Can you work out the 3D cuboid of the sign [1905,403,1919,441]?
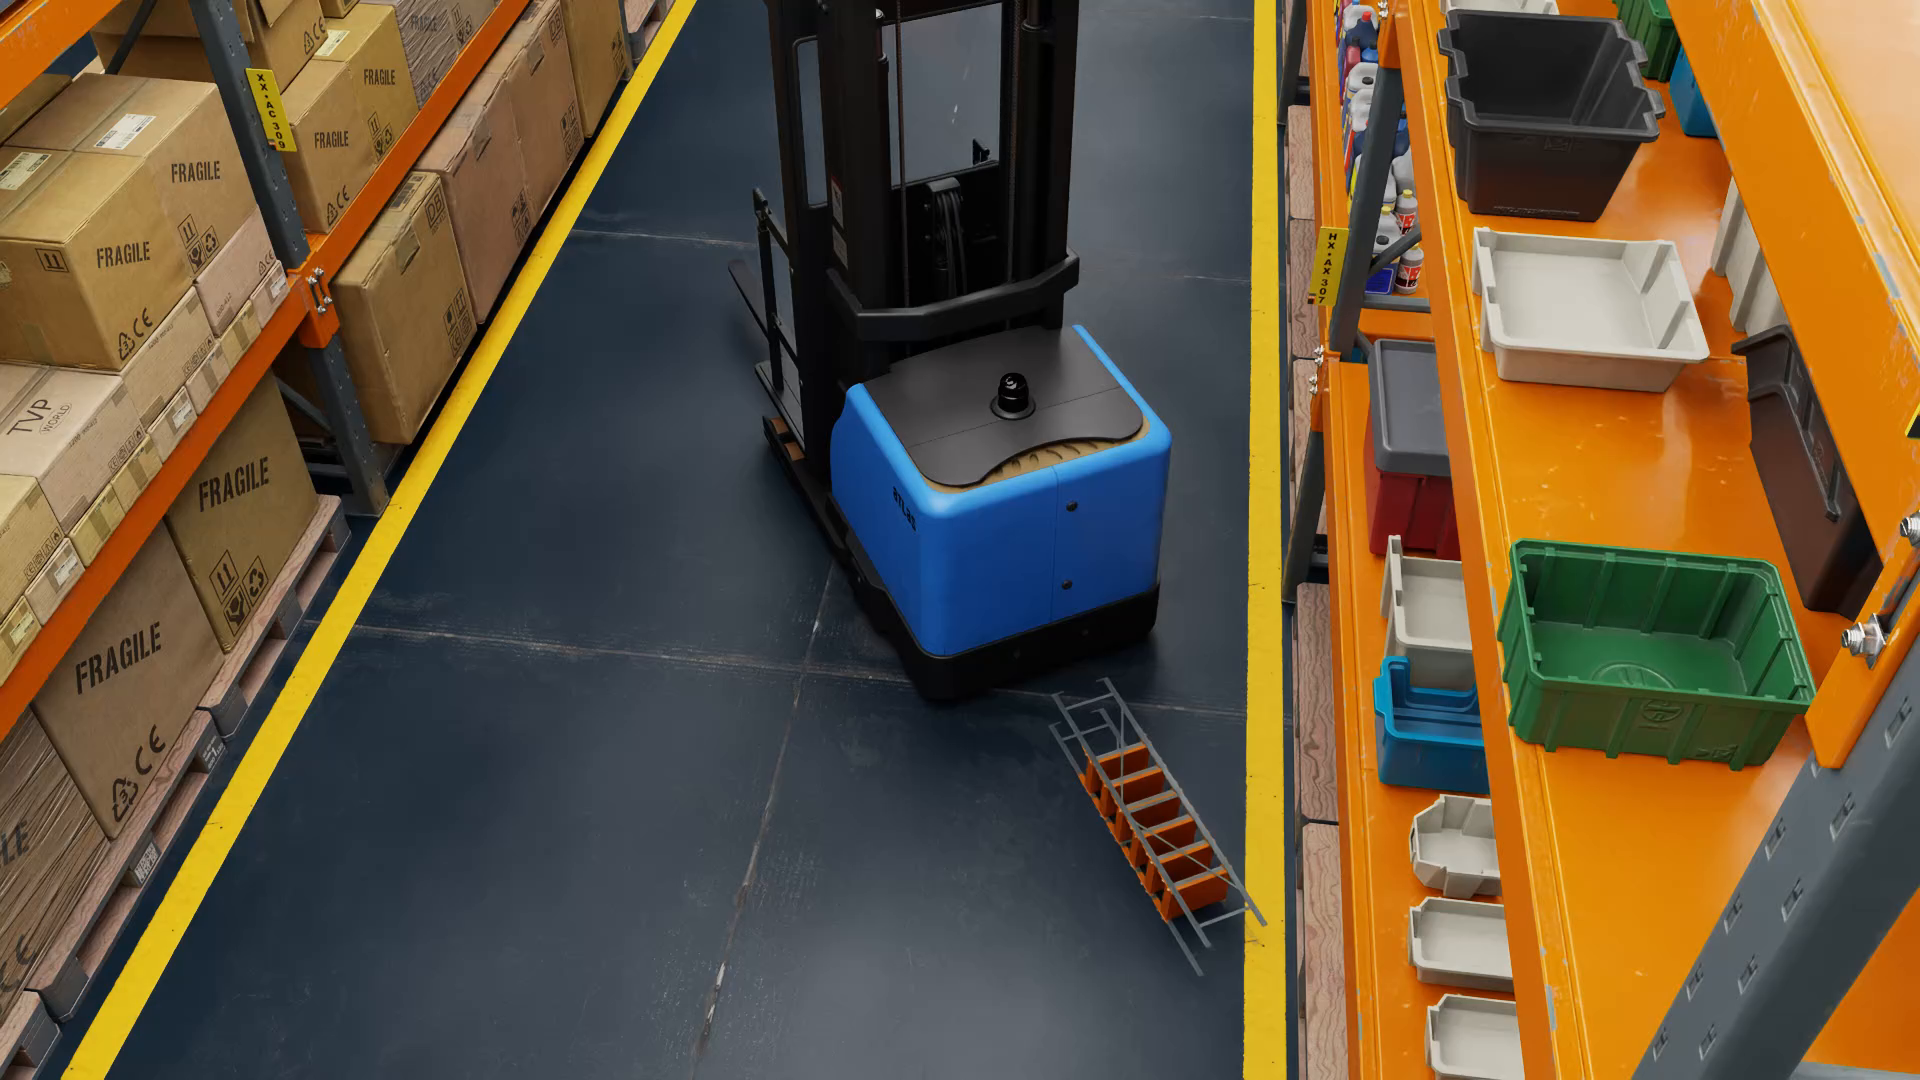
[{"bbox_3d":[0.777,-0.192,1.165,0.100,0.325,0.005,5,44,6],"label":"sign"}]

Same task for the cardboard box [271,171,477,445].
[{"bbox_3d":[-2.991,-1.088,7.479,1.225,0.875,0.875,5,44,6],"label":"cardboard box"}]

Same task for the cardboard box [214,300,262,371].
[{"bbox_3d":[-2.806,-0.764,6.080,0.380,0.149,0.250,6,44,6],"label":"cardboard box"}]

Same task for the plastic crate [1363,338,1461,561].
[{"bbox_3d":[1.487,-0.278,5.294,0.402,0.464,0.583,5,44,6],"label":"plastic crate"}]

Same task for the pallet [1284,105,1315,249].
[{"bbox_3d":[2.319,-1.991,9.221,1.003,0.211,1.213,5,44,6],"label":"pallet"}]

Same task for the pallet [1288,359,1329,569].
[{"bbox_3d":[1.997,-0.328,7.465,1.003,0.211,1.213,5,44,6],"label":"pallet"}]

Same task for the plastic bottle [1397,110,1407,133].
[{"bbox_3d":[1.826,-1.664,6.941,0.097,0.271,0.097,0,43,0],"label":"plastic bottle"}]

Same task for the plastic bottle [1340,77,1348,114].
[{"bbox_3d":[1.737,-1.968,7.314,0.097,0.201,0.097,0,43,0],"label":"plastic bottle"}]

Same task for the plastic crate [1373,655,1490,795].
[{"bbox_3d":[1.342,0.524,4.615,0.416,0.233,0.300,5,44,6],"label":"plastic crate"}]

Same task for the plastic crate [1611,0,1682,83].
[{"bbox_3d":[2.097,-1.514,4.662,0.450,0.188,0.662,5,44,6],"label":"plastic crate"}]

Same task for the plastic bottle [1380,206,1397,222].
[{"bbox_3d":[1.651,-1.211,6.514,0.097,0.201,0.097,0,43,0],"label":"plastic bottle"}]

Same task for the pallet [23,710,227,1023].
[{"bbox_3d":[-3.393,1.089,5.969,1.003,0.211,1.213,5,44,6],"label":"pallet"}]

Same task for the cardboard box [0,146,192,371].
[{"bbox_3d":[-2.922,-0.916,5.405,0.500,0.500,0.500,6,44,6],"label":"cardboard box"}]

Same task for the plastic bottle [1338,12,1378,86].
[{"bbox_3d":[1.796,-2.207,7.458,0.144,0.351,0.185,5,44,6],"label":"plastic bottle"}]

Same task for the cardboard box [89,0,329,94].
[{"bbox_3d":[-2.980,-2.105,6.512,0.797,0.503,0.637,4,44,4],"label":"cardboard box"}]

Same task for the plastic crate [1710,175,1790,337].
[{"bbox_3d":[1.923,-0.621,3.651,0.437,0.282,0.530,5,44,6],"label":"plastic crate"}]

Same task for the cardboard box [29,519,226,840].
[{"bbox_3d":[-3.342,0.406,5.901,0.875,0.875,0.875,5,44,6],"label":"cardboard box"}]

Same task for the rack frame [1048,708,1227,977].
[{"bbox_3d":[0.692,1.080,6.122,0.240,0.006,1.200,-16,47,-18],"label":"rack frame"}]

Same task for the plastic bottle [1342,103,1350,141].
[{"bbox_3d":[1.706,-1.810,7.147,0.097,0.201,0.097,0,43,0],"label":"plastic bottle"}]

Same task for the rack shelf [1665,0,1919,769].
[{"bbox_3d":[1.589,-1.227,2.837,1.077,0.370,4.000,5,44,6],"label":"rack shelf"}]

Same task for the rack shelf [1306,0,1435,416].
[{"bbox_3d":[2.118,-1.920,7.642,1.077,0.370,4.000,5,44,6],"label":"rack shelf"}]

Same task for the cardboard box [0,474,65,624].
[{"bbox_3d":[-3.058,0.048,4.932,0.500,0.250,0.500,4,44,5],"label":"cardboard box"}]

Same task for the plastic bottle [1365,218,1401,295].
[{"bbox_3d":[1.585,-1.071,6.312,0.152,0.276,0.135,5,44,6],"label":"plastic bottle"}]

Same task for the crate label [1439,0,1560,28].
[{"bbox_3d":[1.502,-1.505,4.690,0.293,0.136,0.466,5,44,6],"label":"crate label"}]

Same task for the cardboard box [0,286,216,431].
[{"bbox_3d":[-2.920,-0.644,5.664,0.500,0.250,0.500,6,44,7],"label":"cardboard box"}]

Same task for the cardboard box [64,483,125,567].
[{"bbox_3d":[-2.941,-0.064,5.341,0.380,0.149,0.250,5,44,5],"label":"cardboard box"}]

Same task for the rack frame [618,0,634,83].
[{"bbox_3d":[-2.527,-3.995,9.309,1.000,3.000,0.127,5,44,6],"label":"rack frame"}]

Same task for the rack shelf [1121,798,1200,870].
[{"bbox_3d":[0.724,1.063,6.009,0.258,0.180,0.103,-16,47,-18],"label":"rack shelf"}]

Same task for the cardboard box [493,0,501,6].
[{"bbox_3d":[-2.484,-2.979,8.164,0.500,0.500,0.500,4,44,4],"label":"cardboard box"}]

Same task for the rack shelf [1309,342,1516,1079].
[{"bbox_3d":[1.589,0.806,4.763,1.077,0.370,4.000,5,44,6],"label":"rack shelf"}]

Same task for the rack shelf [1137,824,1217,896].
[{"bbox_3d":[0.772,1.140,5.931,0.258,0.180,0.103,-16,47,-18],"label":"rack shelf"}]

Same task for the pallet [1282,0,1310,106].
[{"bbox_3d":[2.523,-3.056,10.346,1.003,0.211,1.213,5,44,6],"label":"pallet"}]

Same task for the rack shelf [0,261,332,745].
[{"bbox_3d":[-3.321,0.356,5.238,1.077,0.370,4.000,5,44,6],"label":"rack shelf"}]

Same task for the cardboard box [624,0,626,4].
[{"bbox_3d":[-2.459,-3.705,10.502,0.700,0.500,0.500,3,44,3],"label":"cardboard box"}]

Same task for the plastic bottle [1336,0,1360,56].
[{"bbox_3d":[1.809,-2.369,7.686,0.097,0.271,0.097,0,43,0],"label":"plastic bottle"}]

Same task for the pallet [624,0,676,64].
[{"bbox_3d":[-2.423,-3.515,10.830,1.003,0.211,1.213,5,44,6],"label":"pallet"}]

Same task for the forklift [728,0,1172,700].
[{"bbox_3d":[-0.256,-1.461,6.683,1.130,2.935,3.031,-17,46,-17],"label":"forklift"}]

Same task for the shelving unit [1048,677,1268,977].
[{"bbox_3d":[0.694,1.014,6.058,0.258,0.189,1.200,-16,47,-18],"label":"shelving unit"}]

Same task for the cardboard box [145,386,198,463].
[{"bbox_3d":[-2.874,-0.414,5.711,0.380,0.149,0.250,6,44,6],"label":"cardboard box"}]

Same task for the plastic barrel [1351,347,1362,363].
[{"bbox_3d":[2.036,-1.061,7.431,0.600,0.901,0.708,5,44,6],"label":"plastic barrel"}]

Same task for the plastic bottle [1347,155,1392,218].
[{"bbox_3d":[1.651,-1.457,6.665,0.144,0.351,0.185,5,44,6],"label":"plastic bottle"}]

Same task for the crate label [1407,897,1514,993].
[{"bbox_3d":[1.318,1.021,4.160,0.396,0.136,0.243,5,44,6],"label":"crate label"}]

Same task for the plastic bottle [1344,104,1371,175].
[{"bbox_3d":[1.700,-1.664,6.938,0.152,0.276,0.135,5,44,6],"label":"plastic bottle"}]

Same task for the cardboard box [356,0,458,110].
[{"bbox_3d":[-2.615,-2.279,7.425,0.500,0.500,0.500,4,44,5],"label":"cardboard box"}]

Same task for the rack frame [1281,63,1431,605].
[{"bbox_3d":[1.853,-0.818,5.955,1.000,3.000,0.127,5,44,6],"label":"rack frame"}]

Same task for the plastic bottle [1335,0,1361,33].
[{"bbox_3d":[1.840,-2.526,7.852,0.097,0.271,0.097,0,43,0],"label":"plastic bottle"}]

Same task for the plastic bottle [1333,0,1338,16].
[{"bbox_3d":[1.850,-2.677,8.002,0.061,0.283,0.133,5,44,6],"label":"plastic bottle"}]

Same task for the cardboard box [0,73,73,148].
[{"bbox_3d":[-3.373,-1.291,5.802,0.500,0.500,0.500,5,44,6],"label":"cardboard box"}]

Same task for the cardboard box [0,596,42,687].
[{"bbox_3d":[-3.009,0.288,4.969,0.380,0.149,0.250,4,44,4],"label":"cardboard box"}]

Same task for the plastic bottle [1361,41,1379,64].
[{"bbox_3d":[1.815,-2.079,7.380,0.097,0.271,0.097,0,43,0],"label":"plastic bottle"}]

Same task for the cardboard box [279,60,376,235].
[{"bbox_3d":[-2.748,-1.596,6.703,0.500,0.500,0.500,5,44,6],"label":"cardboard box"}]

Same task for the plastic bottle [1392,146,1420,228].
[{"bbox_3d":[1.793,-1.444,6.651,0.144,0.351,0.185,5,44,6],"label":"plastic bottle"}]

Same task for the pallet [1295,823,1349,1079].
[{"bbox_3d":[1.636,1.533,5.500,1.003,0.211,1.213,5,44,6],"label":"pallet"}]

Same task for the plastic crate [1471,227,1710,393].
[{"bbox_3d":[1.352,-0.517,3.646,0.437,0.136,0.530,5,44,6],"label":"plastic crate"}]

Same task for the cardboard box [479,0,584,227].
[{"bbox_3d":[-2.765,-2.300,8.760,1.225,0.875,0.875,5,44,6],"label":"cardboard box"}]

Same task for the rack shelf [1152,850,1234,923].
[{"bbox_3d":[0.819,1.217,5.852,0.258,0.180,0.103,-16,47,-18],"label":"rack shelf"}]
